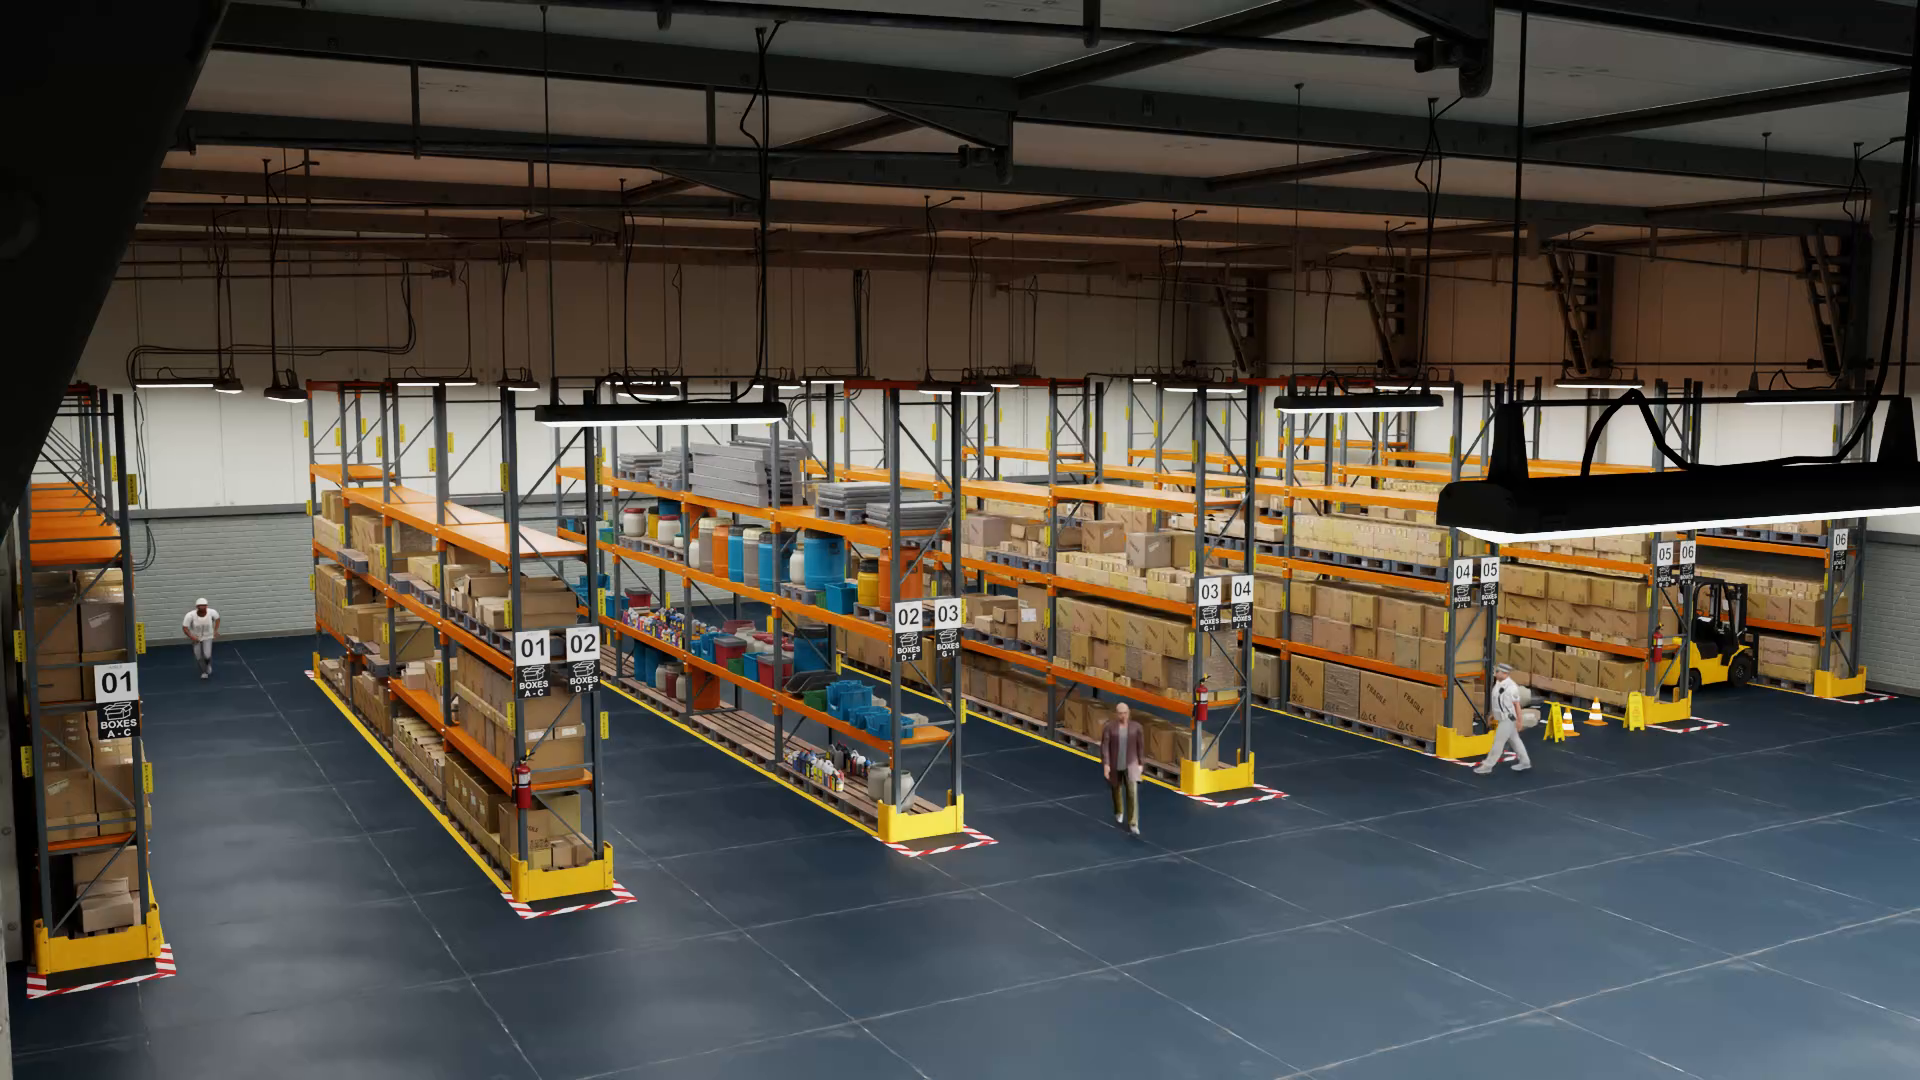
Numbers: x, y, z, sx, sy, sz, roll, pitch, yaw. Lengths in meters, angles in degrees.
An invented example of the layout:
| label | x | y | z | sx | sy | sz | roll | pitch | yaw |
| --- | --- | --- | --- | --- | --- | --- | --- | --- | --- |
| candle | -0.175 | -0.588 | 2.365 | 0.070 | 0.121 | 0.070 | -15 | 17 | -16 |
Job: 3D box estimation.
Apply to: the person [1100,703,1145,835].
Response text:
| label | x | y | z | sx | sy | sz | roll | pitch | yaw |
| --- | --- | --- | --- | --- | --- | --- | --- | --- | --- |
| person | 2.193 | 3.063 | 22.483 | 0.594 | 1.724 | 1.128 | 1 | 6 | 12 |

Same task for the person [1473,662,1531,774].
| label | x | y | z | sx | sy | sz | roll | pitch | yaw |
| --- | --- | --- | --- | --- | --- | --- | --- | --- | --- |
| person | 8.377 | 2.726 | 25.682 | 1.022 | 1.702 | 0.594 | -1 | 6 | -7 |

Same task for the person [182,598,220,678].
| label | x | y | z | sx | sy | sz | roll | pitch | yaw |
| --- | --- | --- | --- | --- | --- | --- | --- | --- | --- |
| person | -15.177 | 1.967 | 33.286 | 0.666 | 1.665 | 0.698 | -2 | 6 | -19 |
